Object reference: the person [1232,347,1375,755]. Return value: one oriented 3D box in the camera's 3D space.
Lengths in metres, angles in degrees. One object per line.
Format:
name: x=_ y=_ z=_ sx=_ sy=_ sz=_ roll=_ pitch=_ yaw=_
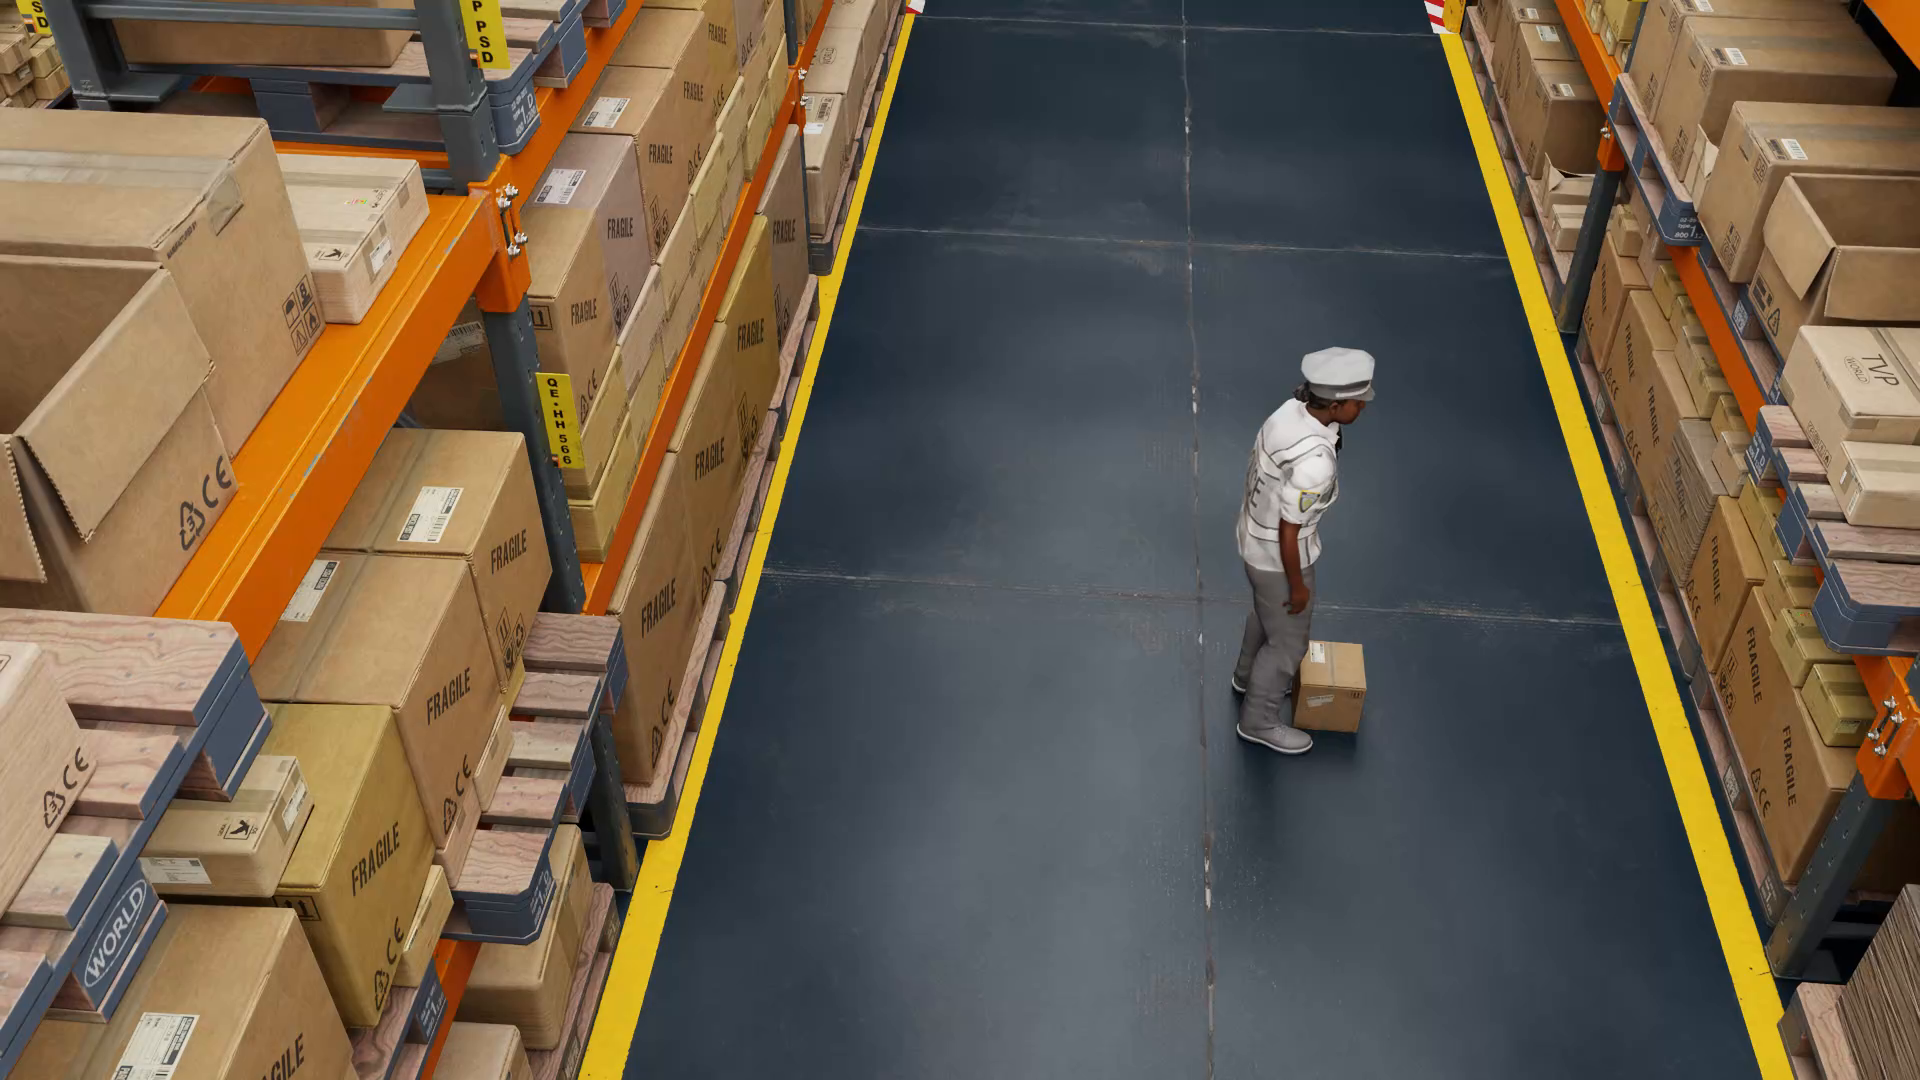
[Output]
person: x=1.214 y=0.039 z=6.113 sx=0.397 sy=1.656 sz=0.503 roll=3 pitch=40 yaw=4
